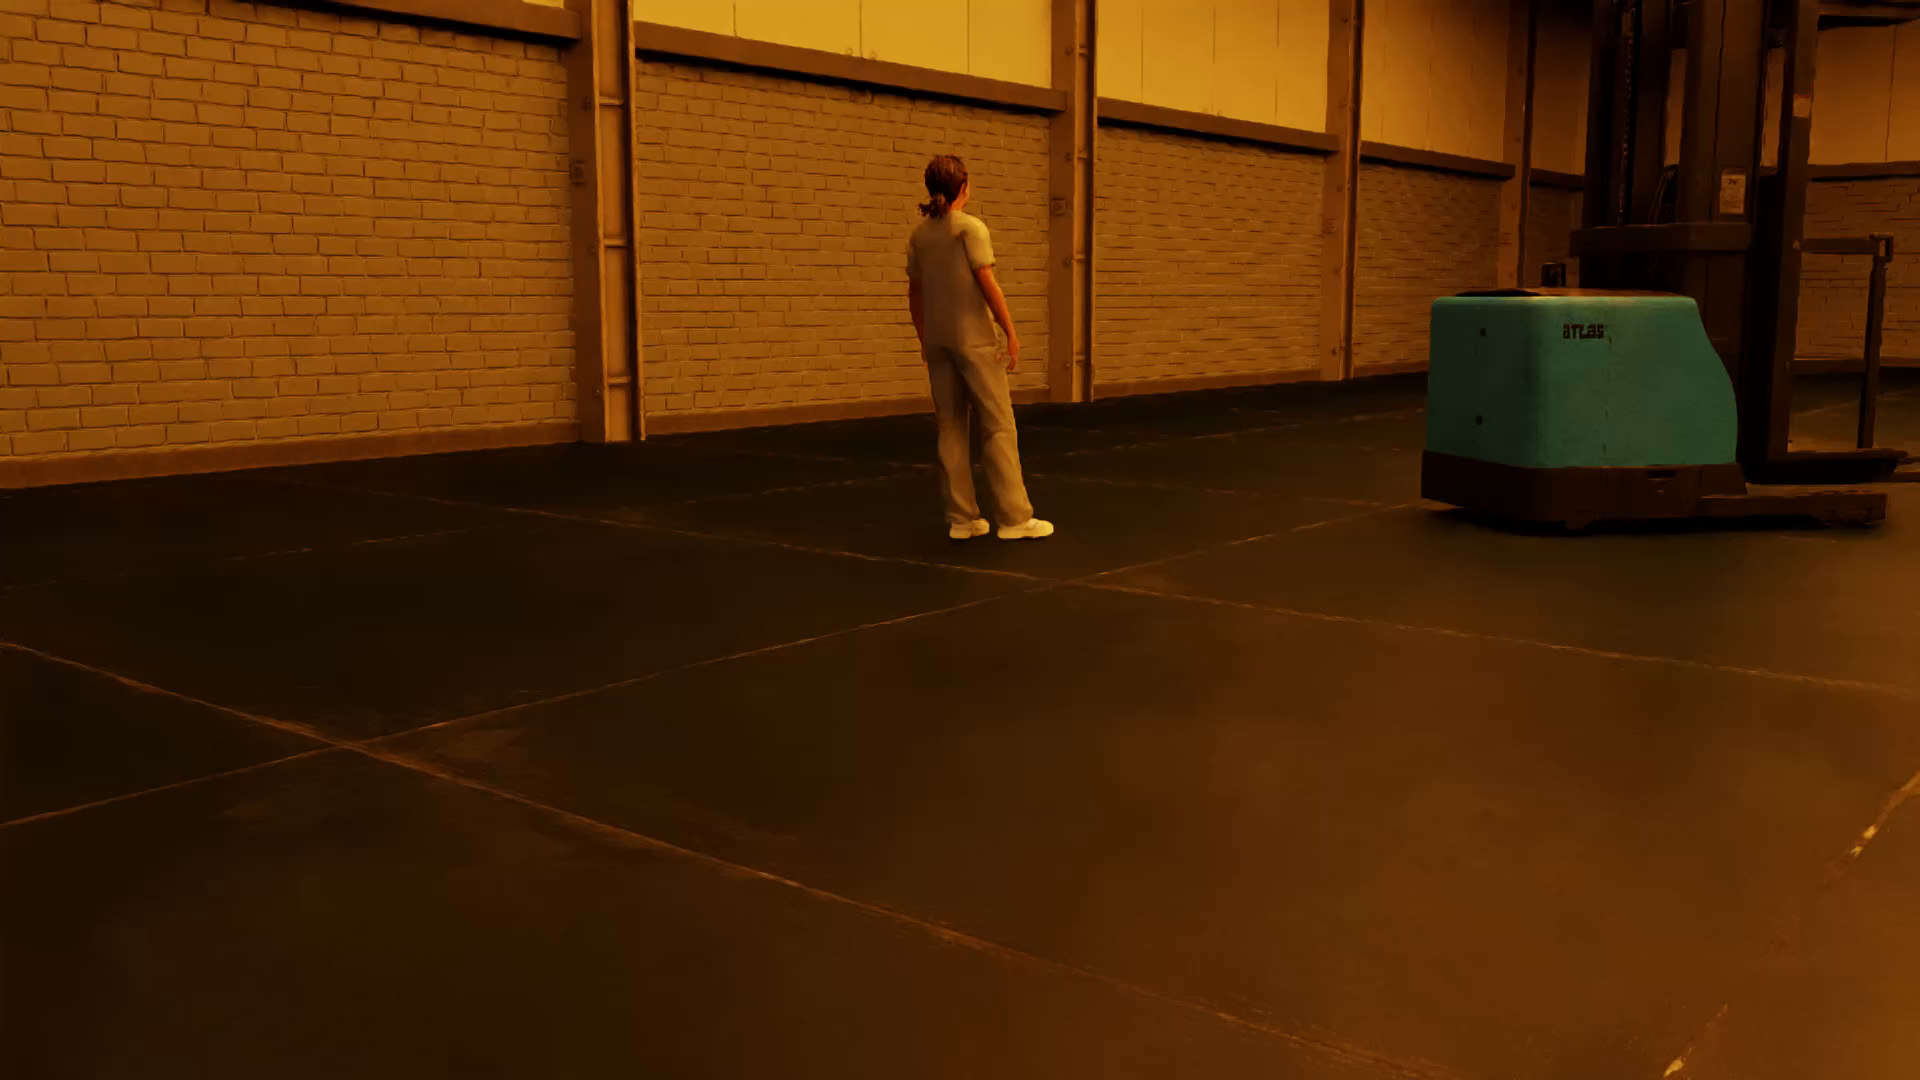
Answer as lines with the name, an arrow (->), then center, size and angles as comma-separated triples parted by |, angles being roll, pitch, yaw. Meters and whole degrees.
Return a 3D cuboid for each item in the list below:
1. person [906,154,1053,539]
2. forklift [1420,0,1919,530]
person -> 0.057, -0.843, 7.331 | 0.550, 1.674, 0.548 | 7, 11, 38
forklift -> 3.897, -1.583, 8.103 | 3.031, 2.935, 1.130 | -2, 9, -14
